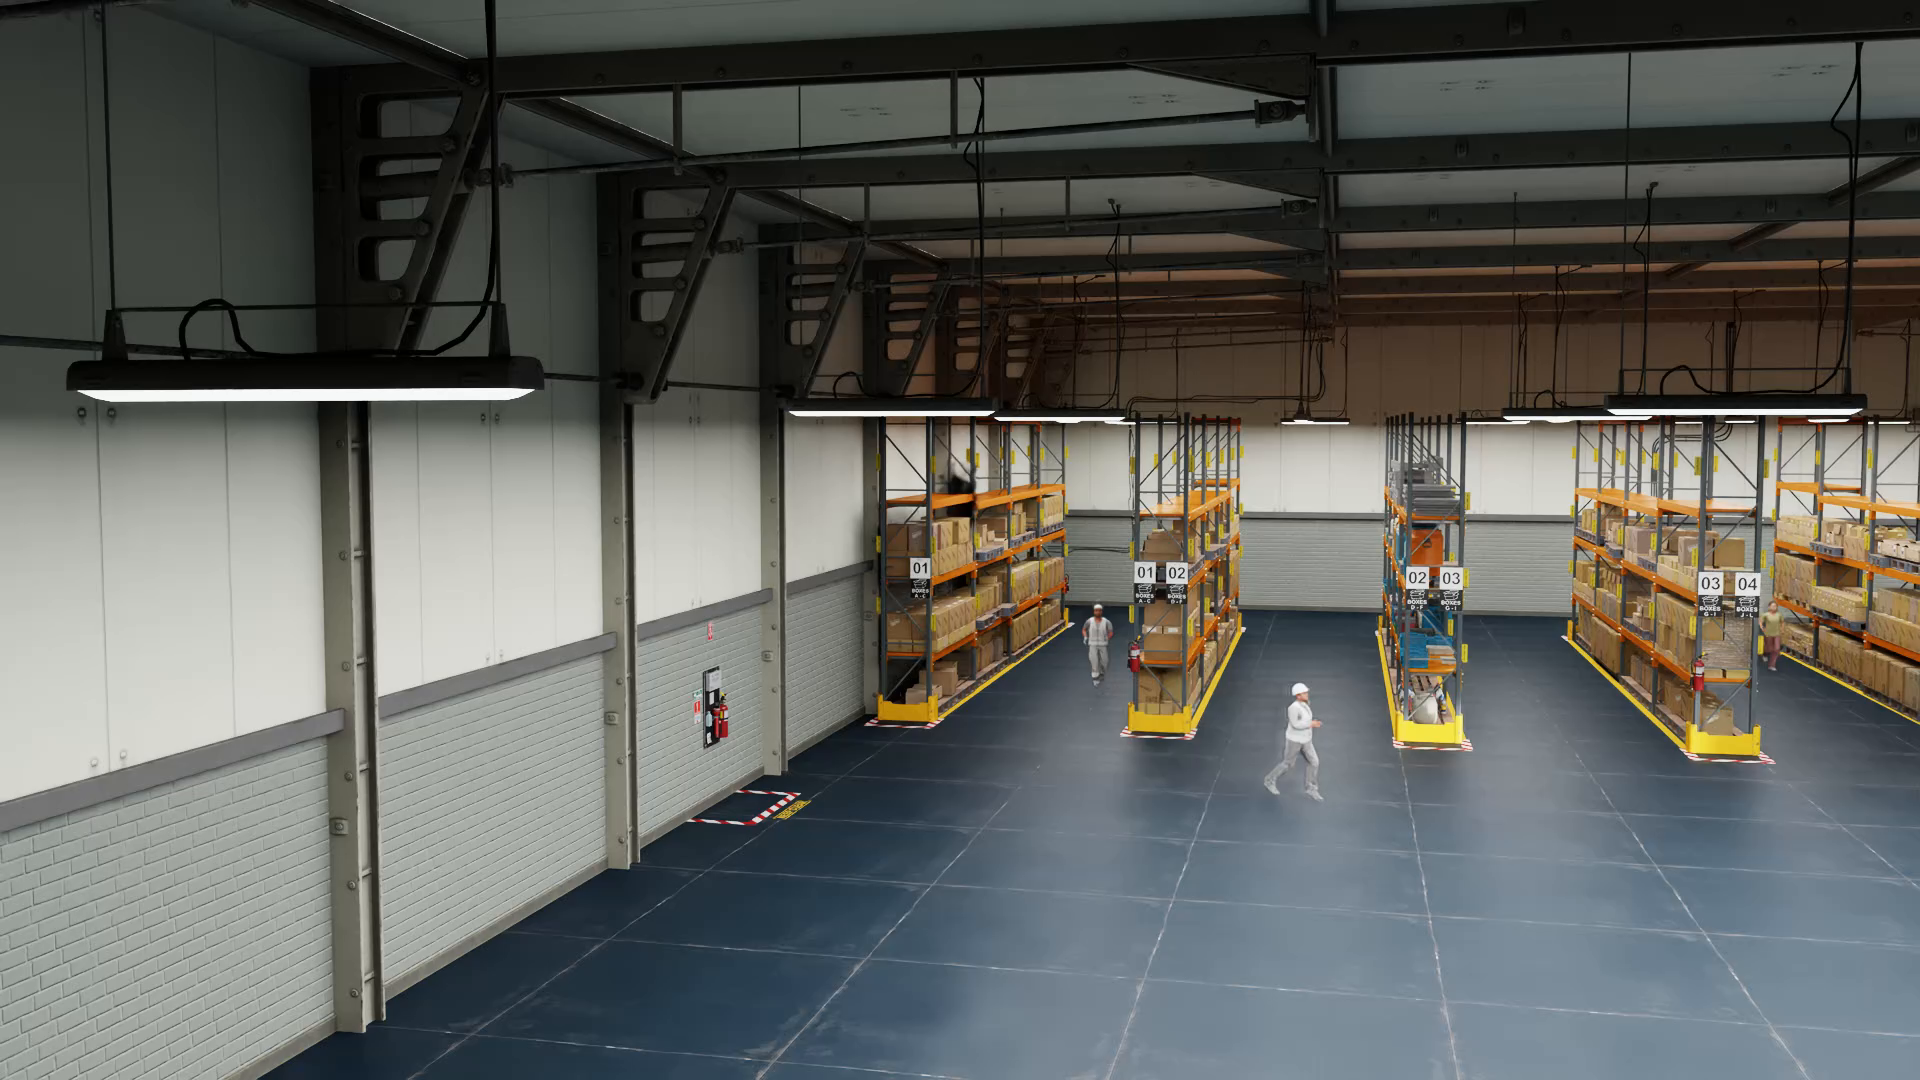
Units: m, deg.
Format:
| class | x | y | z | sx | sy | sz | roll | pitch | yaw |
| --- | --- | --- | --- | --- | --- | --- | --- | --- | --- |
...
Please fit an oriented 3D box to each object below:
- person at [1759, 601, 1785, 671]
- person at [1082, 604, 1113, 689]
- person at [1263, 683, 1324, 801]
| class | x | y | z | sx | sy | sz | roll | pitch | yaw |
| --- | --- | --- | --- | --- | --- | --- | --- | --- | --- |
| person | 19.225 | 2.259 | 39.340 | 0.595 | 1.623 | 0.699 | 1 | 4 | 11 |
| person | 2.895 | 2.229 | 35.007 | 0.663 | 1.748 | 0.780 | 0 | 4 | 4 |
| person | 5.169 | 3.103 | 25.642 | 0.908 | 1.820 | 0.663 | 3 | 5 | 36 |
